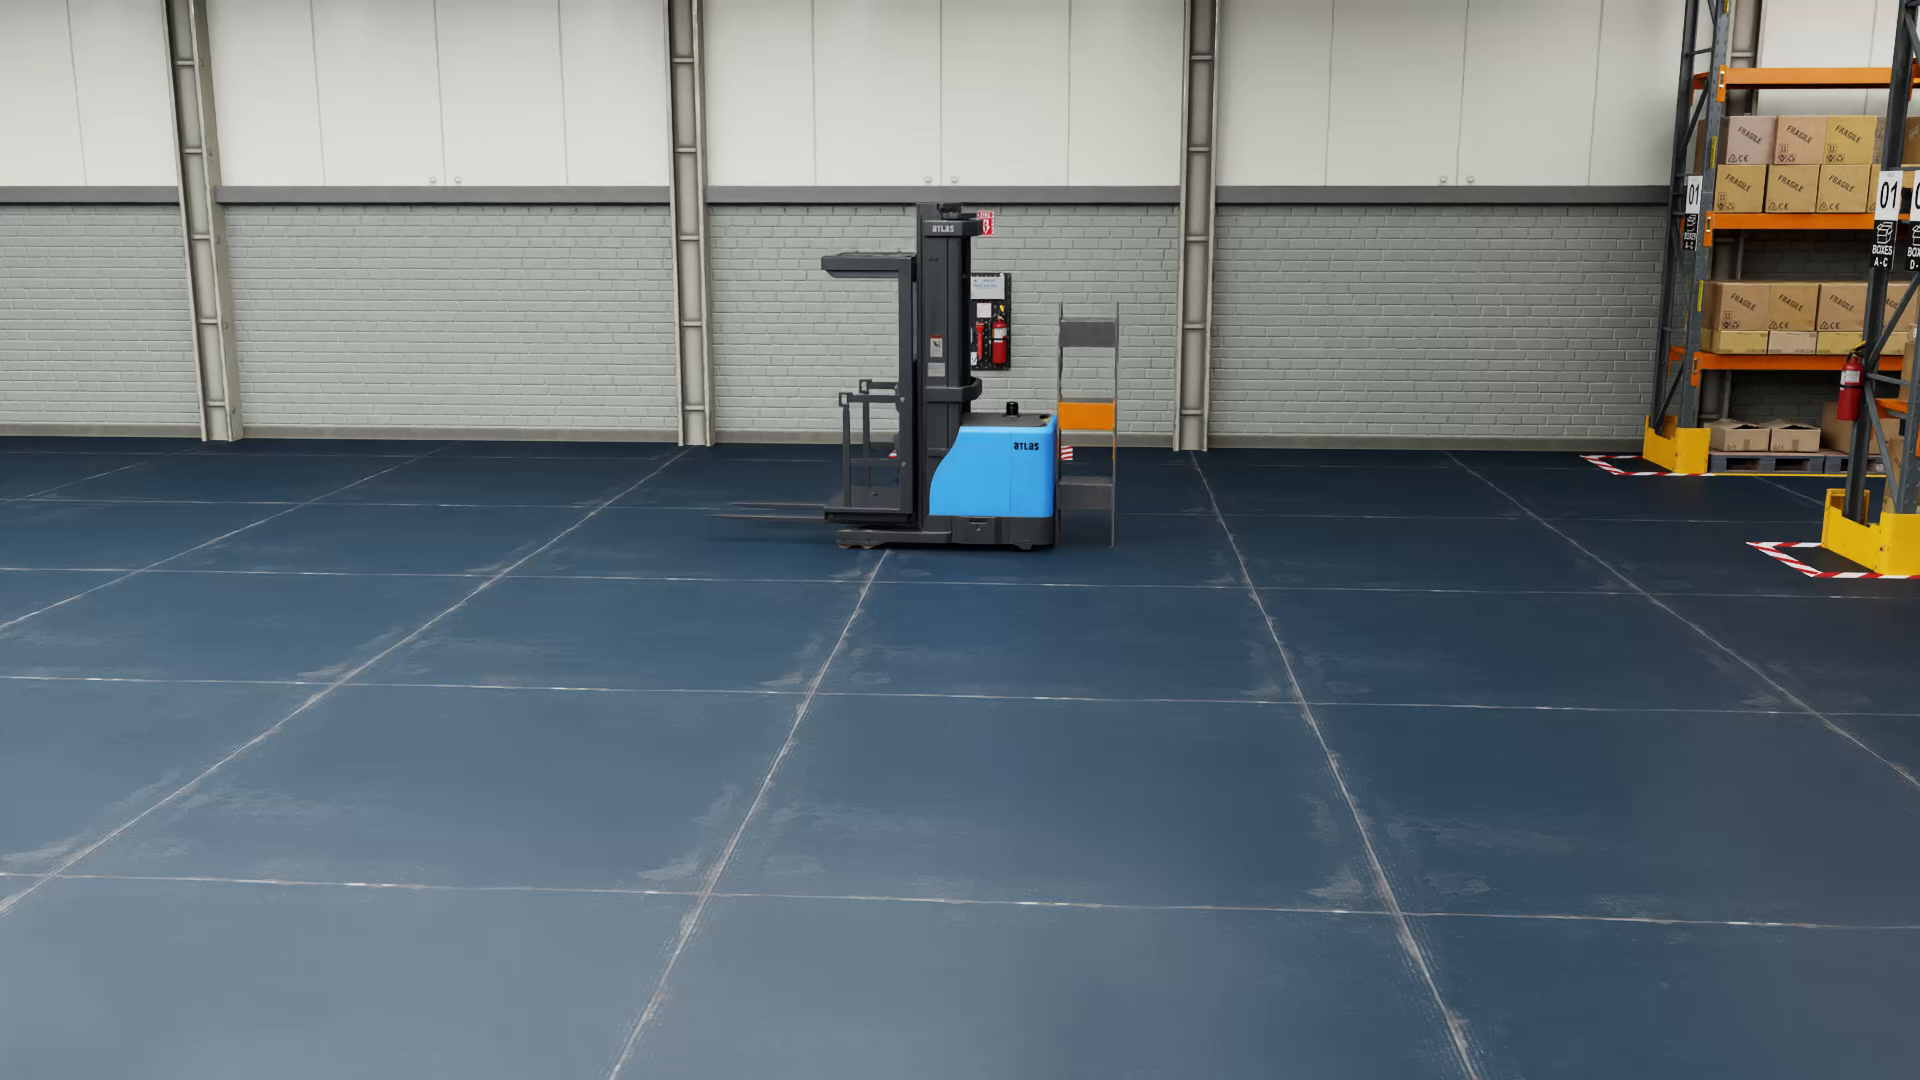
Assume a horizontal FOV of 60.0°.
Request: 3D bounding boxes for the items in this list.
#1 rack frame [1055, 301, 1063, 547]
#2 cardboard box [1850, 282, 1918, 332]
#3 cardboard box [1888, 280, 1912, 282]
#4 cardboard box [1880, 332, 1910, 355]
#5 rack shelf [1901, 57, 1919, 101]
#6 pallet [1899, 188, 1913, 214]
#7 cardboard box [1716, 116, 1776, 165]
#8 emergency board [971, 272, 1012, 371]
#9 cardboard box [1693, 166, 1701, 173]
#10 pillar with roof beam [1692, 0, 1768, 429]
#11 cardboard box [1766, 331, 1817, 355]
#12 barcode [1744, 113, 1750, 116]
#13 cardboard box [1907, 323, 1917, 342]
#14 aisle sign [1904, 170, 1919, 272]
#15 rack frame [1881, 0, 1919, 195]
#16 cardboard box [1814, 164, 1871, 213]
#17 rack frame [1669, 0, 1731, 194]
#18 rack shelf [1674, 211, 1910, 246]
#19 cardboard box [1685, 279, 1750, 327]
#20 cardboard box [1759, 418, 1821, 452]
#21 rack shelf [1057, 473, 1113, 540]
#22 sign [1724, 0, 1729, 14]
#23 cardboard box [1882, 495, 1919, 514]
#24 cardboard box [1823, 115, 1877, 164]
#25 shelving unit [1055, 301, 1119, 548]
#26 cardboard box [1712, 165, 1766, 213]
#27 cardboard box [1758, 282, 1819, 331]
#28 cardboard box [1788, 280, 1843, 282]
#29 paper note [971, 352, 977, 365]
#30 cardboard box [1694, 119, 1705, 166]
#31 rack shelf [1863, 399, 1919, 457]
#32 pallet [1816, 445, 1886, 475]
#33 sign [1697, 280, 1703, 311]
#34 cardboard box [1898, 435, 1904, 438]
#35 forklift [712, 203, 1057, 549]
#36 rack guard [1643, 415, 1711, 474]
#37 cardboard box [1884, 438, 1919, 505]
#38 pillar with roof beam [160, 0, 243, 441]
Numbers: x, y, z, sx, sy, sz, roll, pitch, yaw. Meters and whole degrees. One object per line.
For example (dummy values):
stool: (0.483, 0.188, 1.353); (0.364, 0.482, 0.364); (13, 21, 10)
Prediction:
rack frame: (0.861, -1.008, 14.456); (0.015, 2.100, 0.400); (1, 12, 6)
cardboard box: (9.975, -2.527, 18.009); (0.500, 0.500, 0.500); (1, 12, 6)
cardboard box: (10.518, -2.627, 18.486); (0.500, 0.500, 0.500); (1, 12, 5)
cardboard box: (9.992, -2.158, 18.078); (0.500, 0.250, 0.500); (1, 12, 4)
rack shelf: (9.663, -3.663, 13.033); (4.000, 0.370, 1.077); (1, 12, 4)
pallet: (8.372, -2.711, 13.293); (1.213, 0.211, 1.003); (1, 12, 4)
cardboard box: (8.363, -4.275, 17.817); (0.500, 0.500, 0.500); (0, 12, 0)
emergency board: (0.302, -2.604, 19.892); (0.643, 1.169, 0.194); (1, 12, 4)
cardboard box: (8.428, -3.886, 18.402); (0.500, 0.500, 0.500); (2, 12, 8)
pillar with roof beam: (8.464, -4.537, 14.482); (0.400, 9.000, 9.100); (1, 12, 4)
cardboard box: (8.980, -2.174, 18.152); (0.500, 0.250, 0.500); (0, 12, 2)
barcode: (8.737, -4.706, 18.462); (0.075, 0.075, 0.001); (1, 12, 4)
cardboard box: (8.062, -1.701, 13.748); (0.250, 0.149, 0.380); (1, 12, 3)
aisle sign: (7.582, -2.512, 13.102); (0.004, 0.787, 0.394); (1, 12, 4)
rack frame: (7.668, -4.238, 13.049); (0.127, 3.000, 1.000); (1, 12, 4)
cardboard box: (9.364, -3.764, 17.816); (0.500, 0.500, 0.500); (1, 12, 6)
rack frame: (7.995, -5.250, 17.887); (0.127, 3.000, 1.000); (1, 12, 4)
rack shelf: (9.991, -3.402, 18.137); (4.000, 0.370, 1.077); (1, 12, 4)
cardboard box: (8.480, -2.654, 18.614); (0.500, 0.500, 0.500); (1, 12, 3)
cardboard box: (9.248, -1.177, 18.561); (0.500, 0.311, 0.500); (2, 12, 8)
rack shelf: (1.103, -0.303, 14.575); (0.480, 0.518, 0.431); (1, 12, 6)
sign: (7.959, -5.635, 17.253); (0.005, 0.325, 0.100); (1, 12, 4)
cardboard box: (8.223, -0.214, 14.155); (0.500, 0.250, 0.500); (1, 12, 4)
cardboard box: (9.372, -4.253, 17.712); (0.500, 0.500, 0.500); (1, 12, 5)
shelving unit: (1.103, -1.002, 14.429); (0.503, 2.100, 0.431); (1, 12, 6)
cardboard box: (8.312, -3.785, 17.916); (0.500, 0.500, 0.500); (1, 12, 5)
cardboard box: (8.944, -2.540, 18.071); (0.500, 0.500, 0.500); (1, 12, 4)
cardboard box: (9.497, -2.639, 18.542); (0.500, 0.500, 0.500); (0, 12, 2)
paper note: (0.130, -2.190, 20.061); (0.142, 0.148, 0.016); (1, 12, 4)
cardboard box: (8.443, -4.377, 18.307); (0.500, 0.500, 0.500); (1, 12, 6)
rack shelf: (9.663, -0.922, 13.606); (4.000, 0.370, 1.077); (1, 12, 4)
pallet: (10.093, -0.912, 18.612); (1.213, 0.211, 1.003); (1, 12, 4)
sign: (7.959, -2.626, 17.883); (0.005, 0.325, 0.100); (1, 12, 4)
cardboard box: (10.392, -1.105, 18.611); (0.250, 0.149, 0.380); (0, 12, -1)
forklift: (-0.652, -1.462, 14.597); (3.031, 2.935, 1.130); (1, 12, 6)
rack guard: (8.071, -1.089, 18.752); (0.348, 0.500, 1.175); (1, 12, 4)
cardboard box: (8.223, -0.582, 14.080); (0.500, 0.500, 0.500); (1, 12, 4)
pillar with roof beam: (-9.496, -4.784, 15.659); (0.400, 9.000, 9.100); (1, 12, 4)
